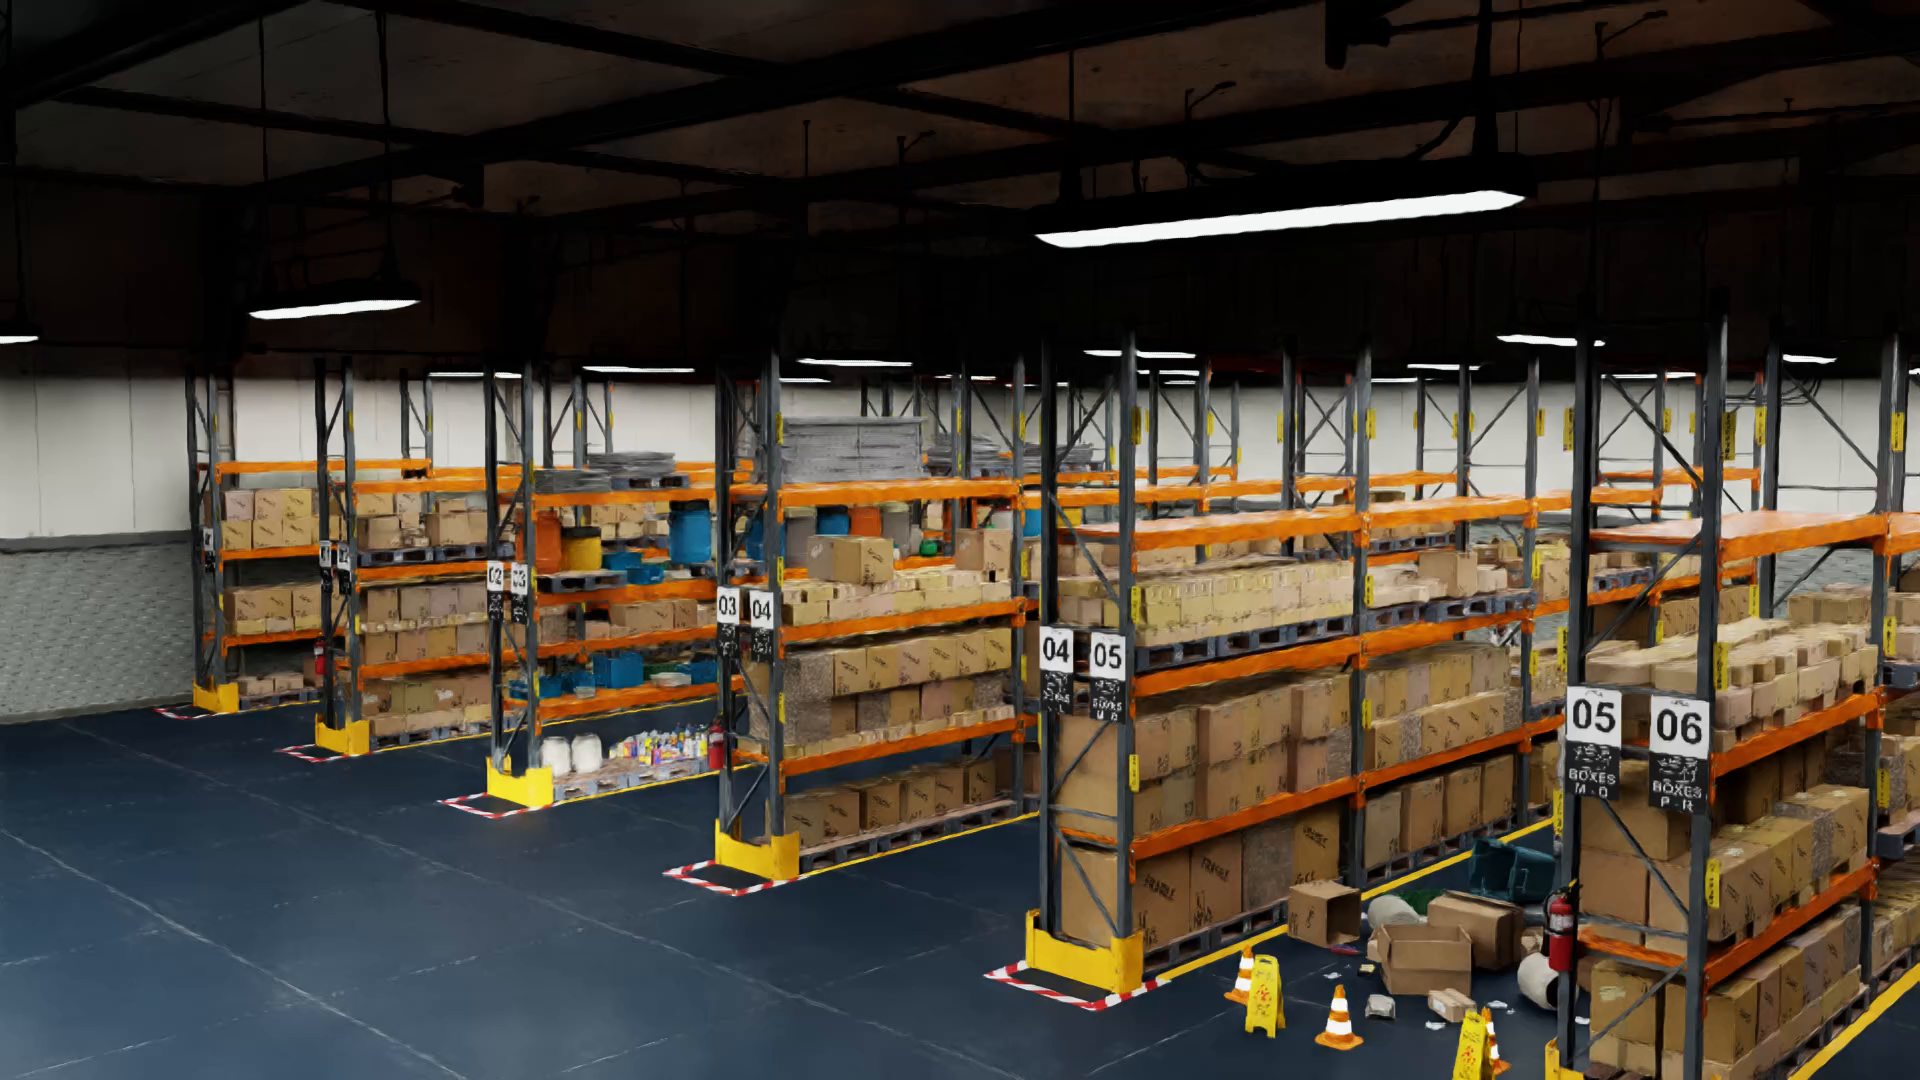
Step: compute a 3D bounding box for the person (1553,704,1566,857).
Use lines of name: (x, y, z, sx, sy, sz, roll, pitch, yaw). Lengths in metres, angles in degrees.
person: (7.152, 2.772, 19.352, 0.451, 1.789, 0.605, 1, 5, 16)

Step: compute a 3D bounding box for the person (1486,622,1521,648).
person: (9.375, 2.111, 28.727, 0.677, 1.726, 0.574, 4, 6, 42)
